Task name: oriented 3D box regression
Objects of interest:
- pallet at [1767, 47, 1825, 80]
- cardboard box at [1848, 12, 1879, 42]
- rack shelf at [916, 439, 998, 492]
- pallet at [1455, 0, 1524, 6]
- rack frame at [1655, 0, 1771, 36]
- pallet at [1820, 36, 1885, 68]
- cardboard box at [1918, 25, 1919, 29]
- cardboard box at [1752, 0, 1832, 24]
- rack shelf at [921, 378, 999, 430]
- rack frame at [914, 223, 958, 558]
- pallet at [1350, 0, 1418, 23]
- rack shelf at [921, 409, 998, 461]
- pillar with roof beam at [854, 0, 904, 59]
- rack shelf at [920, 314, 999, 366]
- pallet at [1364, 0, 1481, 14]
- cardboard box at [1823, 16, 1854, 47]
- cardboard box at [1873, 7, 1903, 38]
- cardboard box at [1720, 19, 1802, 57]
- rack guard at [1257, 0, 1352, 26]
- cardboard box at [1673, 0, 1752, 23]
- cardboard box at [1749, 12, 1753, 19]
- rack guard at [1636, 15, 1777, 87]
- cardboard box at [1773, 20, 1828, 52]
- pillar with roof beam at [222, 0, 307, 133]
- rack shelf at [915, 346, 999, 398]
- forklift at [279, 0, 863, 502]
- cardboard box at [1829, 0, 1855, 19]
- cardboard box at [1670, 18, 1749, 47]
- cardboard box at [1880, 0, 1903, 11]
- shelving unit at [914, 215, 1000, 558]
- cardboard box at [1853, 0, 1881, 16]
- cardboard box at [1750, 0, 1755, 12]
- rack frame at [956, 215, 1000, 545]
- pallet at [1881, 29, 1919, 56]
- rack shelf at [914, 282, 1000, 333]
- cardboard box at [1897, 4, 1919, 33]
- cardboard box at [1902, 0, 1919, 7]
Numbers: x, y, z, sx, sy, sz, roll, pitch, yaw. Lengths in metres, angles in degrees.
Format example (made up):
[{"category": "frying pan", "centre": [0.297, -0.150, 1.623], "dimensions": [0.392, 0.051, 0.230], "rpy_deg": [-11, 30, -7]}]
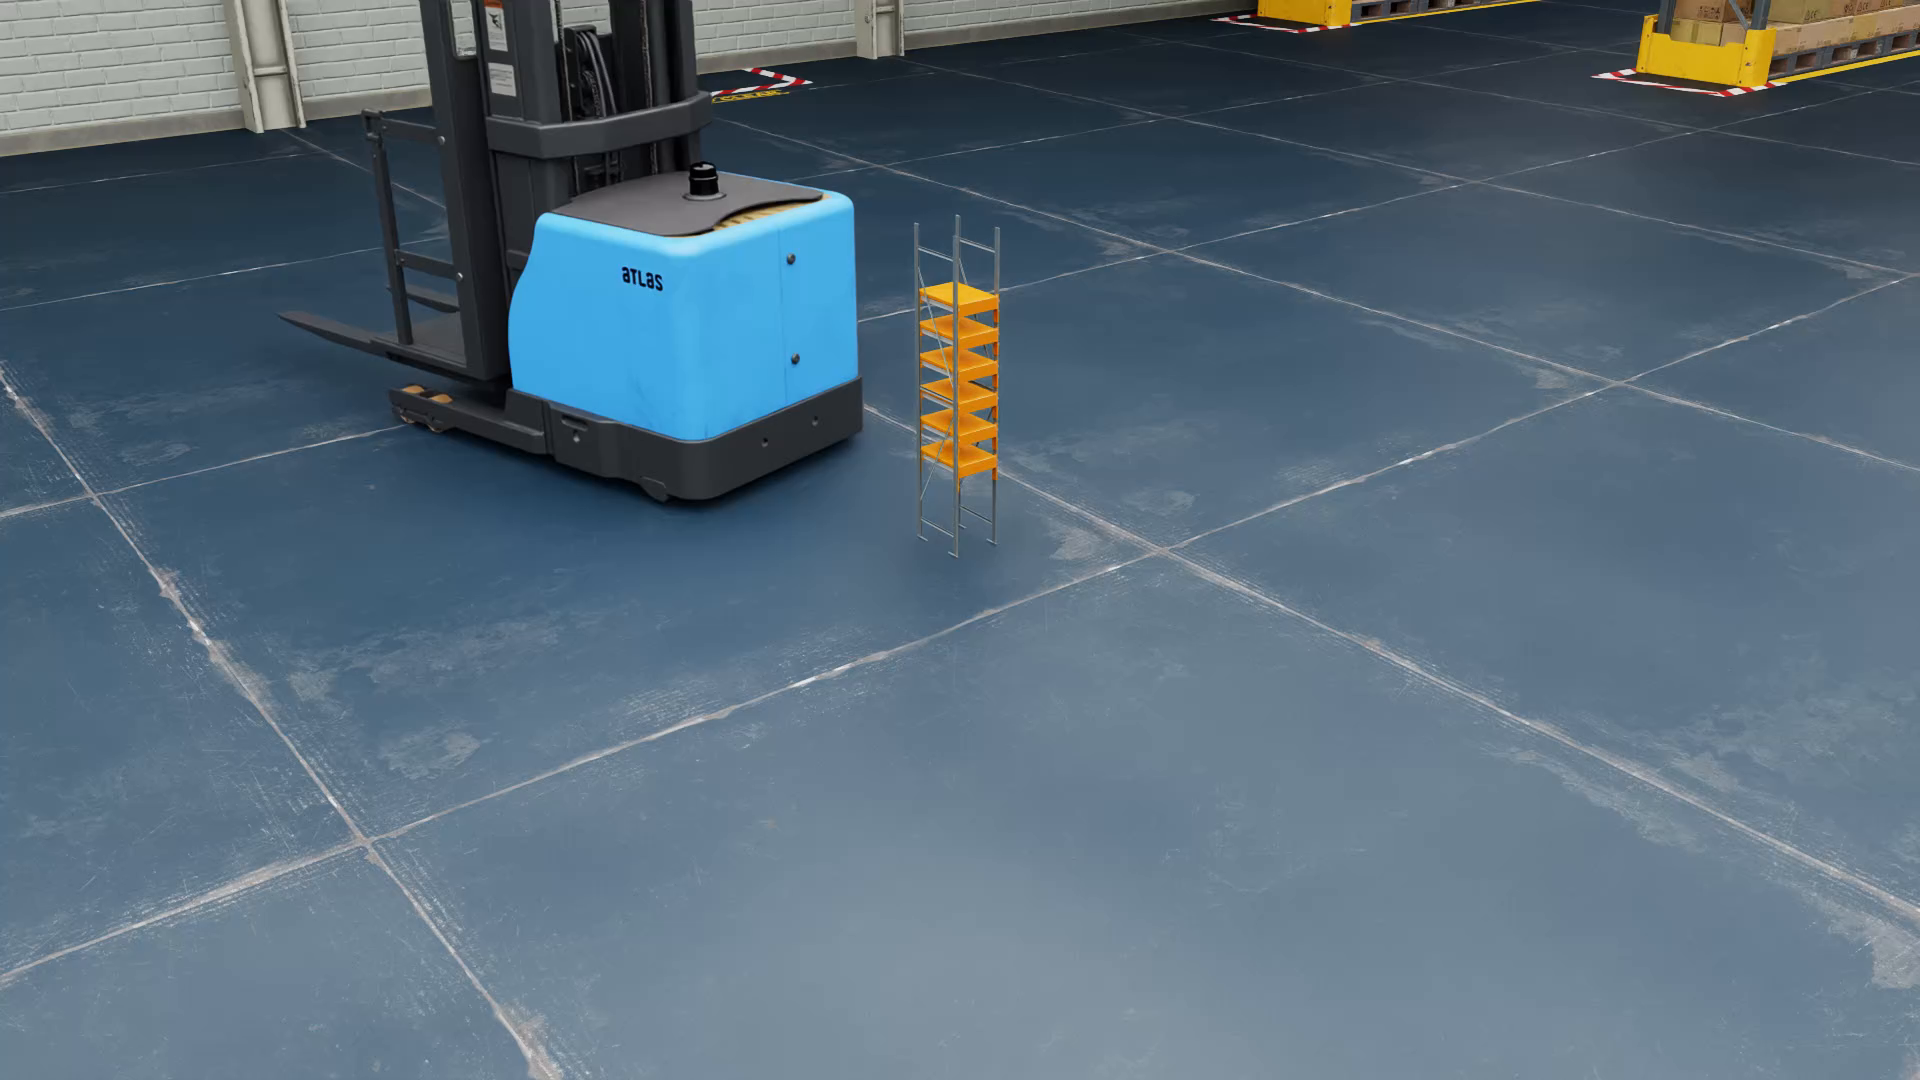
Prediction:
[{"category": "pallet", "centre": [7.532, -4.654, 16.027], "dimensions": [1.213, 0.211, 1.003], "rpy_deg": [-18, 31, -34]}, {"category": "cardboard box", "centre": [8.697, -5.104, 16.452], "dimensions": [0.500, 0.250, 0.500], "rpy_deg": [-18, 31, -34]}, {"category": "rack shelf", "centre": [-0.011, -0.282, 6.109], "dimensions": [0.180, 0.103, 0.258], "rpy_deg": [-18, 31, -34]}, {"category": "pallet", "centre": [6.538, -6.934, 20.941], "dimensions": [1.213, 0.211, 1.003], "rpy_deg": [-18, 31, -34]}, {"category": "rack frame", "centre": [6.956, -5.706, 14.982], "dimensions": [0.127, 3.000, 1.000], "rpy_deg": [-18, 31, -34]}, {"category": "pallet", "centre": [8.492, -4.969, 16.706], "dimensions": [1.213, 0.211, 1.003], "rpy_deg": [-18, 31, -34]}, {"category": "cardboard box", "centre": [9.874, -5.496, 17.296], "dimensions": [0.500, 0.250, 0.500], "rpy_deg": [-18, 31, -34]}, {"category": "cardboard box", "centre": [7.908, -5.186, 15.737], "dimensions": [0.500, 0.500, 0.500], "rpy_deg": [-18, 31, -34]}, {"category": "rack shelf", "centre": [-0.011, -0.500, 6.008], "dimensions": [0.180, 0.103, 0.258], "rpy_deg": [-18, 31, -34]}, {"category": "rack frame", "centre": [-0.083, -0.517, 5.938], "dimensions": [0.006, 1.200, 0.240], "rpy_deg": [-18, 31, -34]}, {"category": "pallet", "centre": [4.618, -6.301, 19.575], "dimensions": [1.213, 0.211, 1.003], "rpy_deg": [-18, 31, -34]}, {"category": "rack shelf", "centre": [-0.011, -0.391, 6.059], "dimensions": [0.180, 0.103, 0.258], "rpy_deg": [-18, 31, -34]}, {"category": "pillar with roof beam", "centre": [1.849, -7.551, 11.831], "dimensions": [0.400, 9.000, 9.100], "rpy_deg": [-18, 31, -34]}, {"category": "rack shelf", "centre": [-0.011, -0.718, 5.907], "dimensions": [0.180, 0.103, 0.258], "rpy_deg": [-18, 31, -34]}, {"category": "pallet", "centre": [5.577, -6.616, 20.254], "dimensions": [1.213, 0.211, 1.003], "rpy_deg": [-18, 31, -34]}, {"category": "cardboard box", "centre": [8.300, -4.976, 16.176], "dimensions": [0.500, 0.250, 0.500], "rpy_deg": [-18, 31, -34]}, {"category": "cardboard box", "centre": [9.090, -5.234, 16.733], "dimensions": [0.500, 0.250, 0.500], "rpy_deg": [-18, 31, -34]}, {"category": "cardboard box", "centre": [7.516, -4.715, 15.614], "dimensions": [0.500, 0.250, 0.500], "rpy_deg": [-18, 31, -34]}, {"category": "rack guard", "centre": [3.956, -6.232, 19.085], "dimensions": [0.348, 0.500, 1.175], "rpy_deg": [-18, 31, -34]}, {"category": "cardboard box", "centre": [7.195, -5.228, 15.827], "dimensions": [0.500, 0.500, 0.500], "rpy_deg": [-18, 31, -34]}, {"category": "cardboard box", "centre": [7.582, -5.021, 16.272], "dimensions": [0.500, 0.250, 0.500], "rpy_deg": [-18, 31, -34]}, {"category": "rack guard", "centre": [6.937, -4.566, 15.495], "dimensions": [0.348, 0.500, 1.175], "rpy_deg": [-18, 31, -34]}, {"category": "cardboard box", "centre": [7.907, -4.846, 15.896], "dimensions": [0.500, 0.250, 0.500], "rpy_deg": [-18, 31, -34]}, {"category": "pillar with roof beam", "centre": [-2.873, -5.993, 8.473], "dimensions": [0.400, 9.000, 9.100], "rpy_deg": [-18, 31, -34]}, {"category": "rack shelf", "centre": [-0.011, -0.609, 5.957], "dimensions": [0.180, 0.103, 0.258], "rpy_deg": [-18, 31, -34]}, {"category": "forklift", "centre": [-1.900, -1.956, 6.984], "dimensions": [3.031, 2.935, 1.130], "rpy_deg": [17, 30, 33]}, {"category": "cardboard box", "centre": [8.293, -5.320, 16.026], "dimensions": [0.500, 0.500, 0.500], "rpy_deg": [-18, 31, -34]}, {"category": "cardboard box", "centre": [7.196, -4.887, 15.984], "dimensions": [0.500, 0.250, 0.500], "rpy_deg": [-18, 31, -34]}, {"category": "cardboard box", "centre": [9.082, -5.579, 16.584], "dimensions": [0.500, 0.500, 0.500], "rpy_deg": [-18, 31, -34]}, {"category": "shelving unit", "centre": [-0.011, -0.540, 5.989], "dimensions": [0.189, 1.200, 0.258], "rpy_deg": [-18, 31, -34]}, {"category": "cardboard box", "centre": [8.698, -5.444, 16.294], "dimensions": [0.500, 0.500, 0.500], "rpy_deg": [-18, 31, -34]}, {"category": "cardboard box", "centre": [7.973, -5.492, 16.398], "dimensions": [0.500, 0.500, 0.500], "rpy_deg": [-18, 31, -34]}, {"category": "rack frame", "centre": [0.061, -0.564, 6.041], "dimensions": [0.006, 1.200, 0.240], "rpy_deg": [-18, 31, -34]}, {"category": "pallet", "centre": [9.452, -5.288, 17.393], "dimensions": [1.213, 0.211, 1.003], "rpy_deg": [-18, 31, -34]}, {"category": "rack shelf", "centre": [-0.011, -0.827, 5.856], "dimensions": [0.180, 0.103, 0.258], "rpy_deg": [-18, 31, -34]}, {"category": "cardboard box", "centre": [9.474, -5.369, 17.023], "dimensions": [0.500, 0.250, 0.500], "rpy_deg": [-18, 31, -34]}, {"category": "cardboard box", "centre": [9.473, -5.710, 16.867], "dimensions": [0.500, 0.500, 0.500], "rpy_deg": [-18, 31, -34]}]
